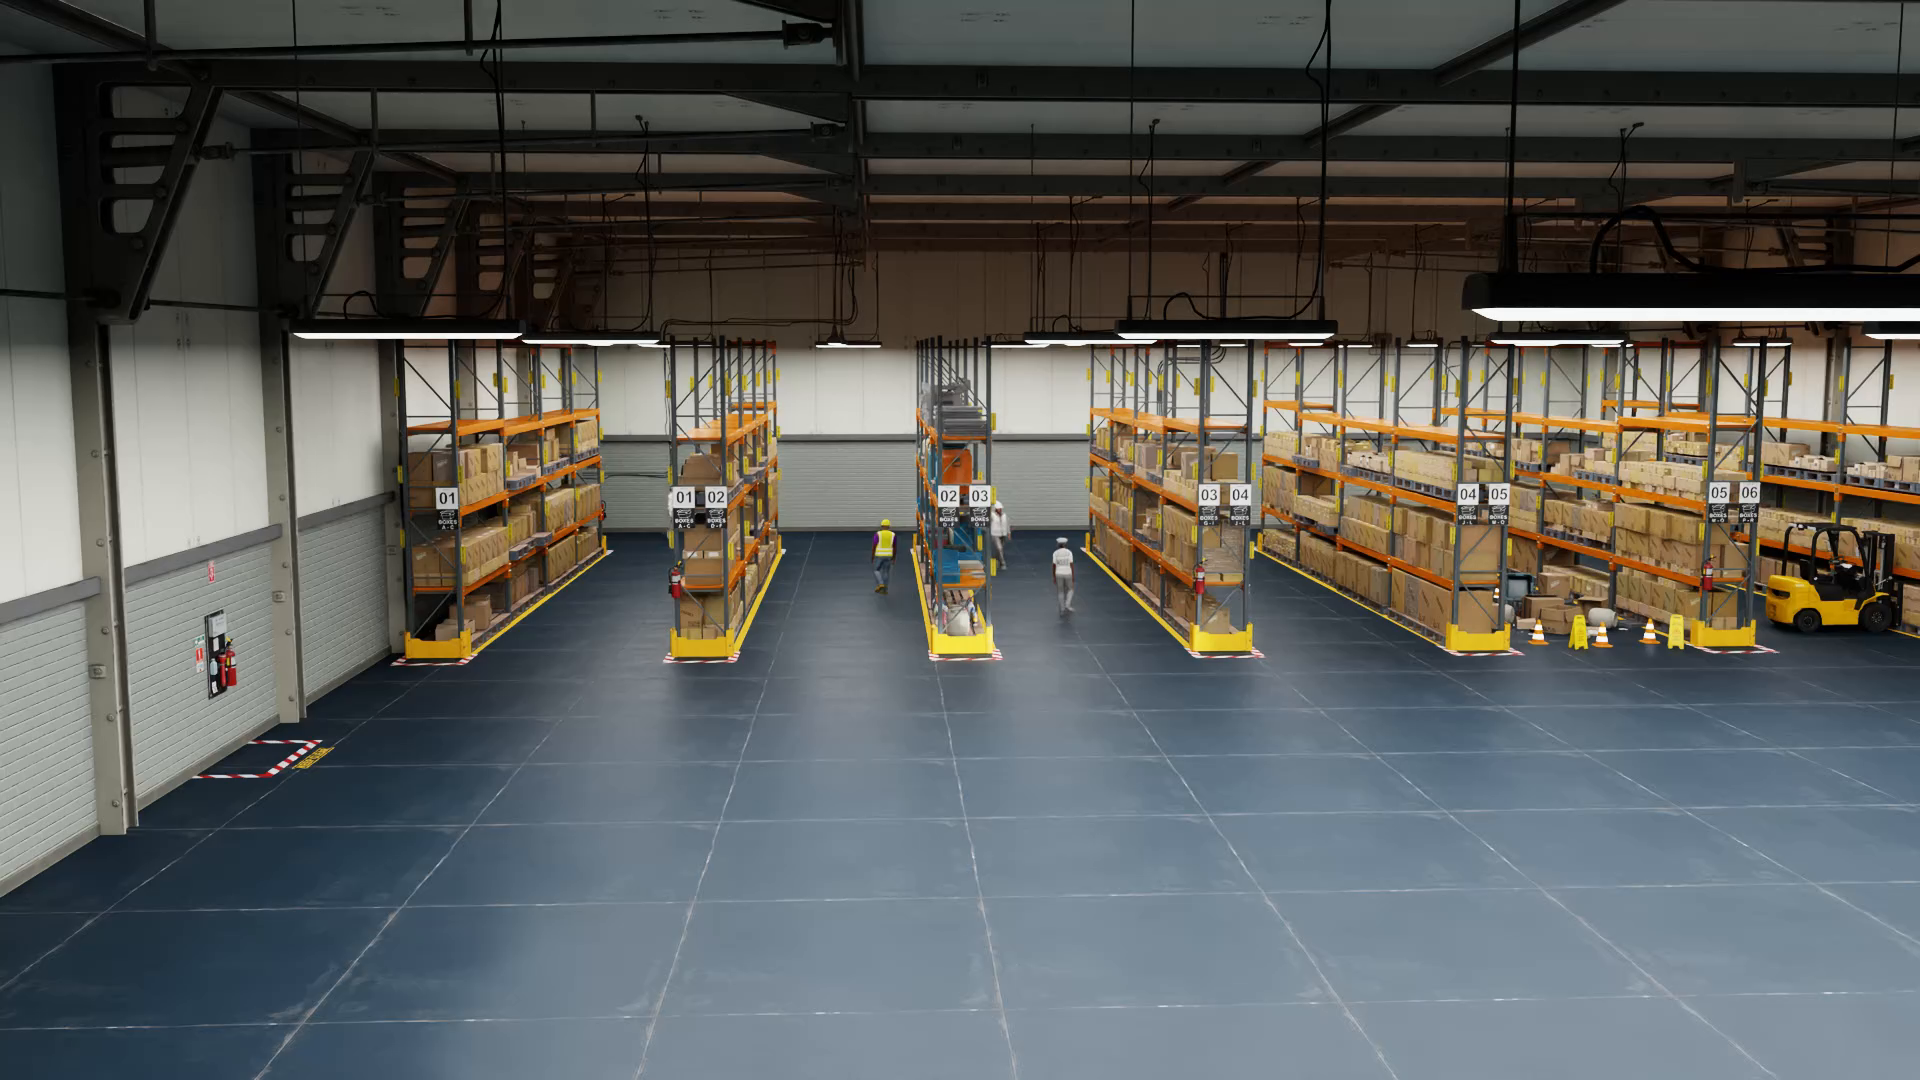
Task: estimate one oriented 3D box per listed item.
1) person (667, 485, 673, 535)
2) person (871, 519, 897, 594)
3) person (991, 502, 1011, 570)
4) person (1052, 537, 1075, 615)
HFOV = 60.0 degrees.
[{"bbox_3d":[-8.685,-0.854,50.496,0.392,1.687,0.504,0,6,0],"label":"person"},{"bbox_3d":[-1.779,0.394,39.159,0.609,1.760,0.488,-2,7,-15],"label":"person"},{"bbox_3d":[1.076,-0.123,43.762,0.574,1.740,0.950,-4,8,-31],"label":"person"},{"bbox_3d":[2.258,0.791,36.114,0.500,1.663,0.456,1,7,8],"label":"person"}]
